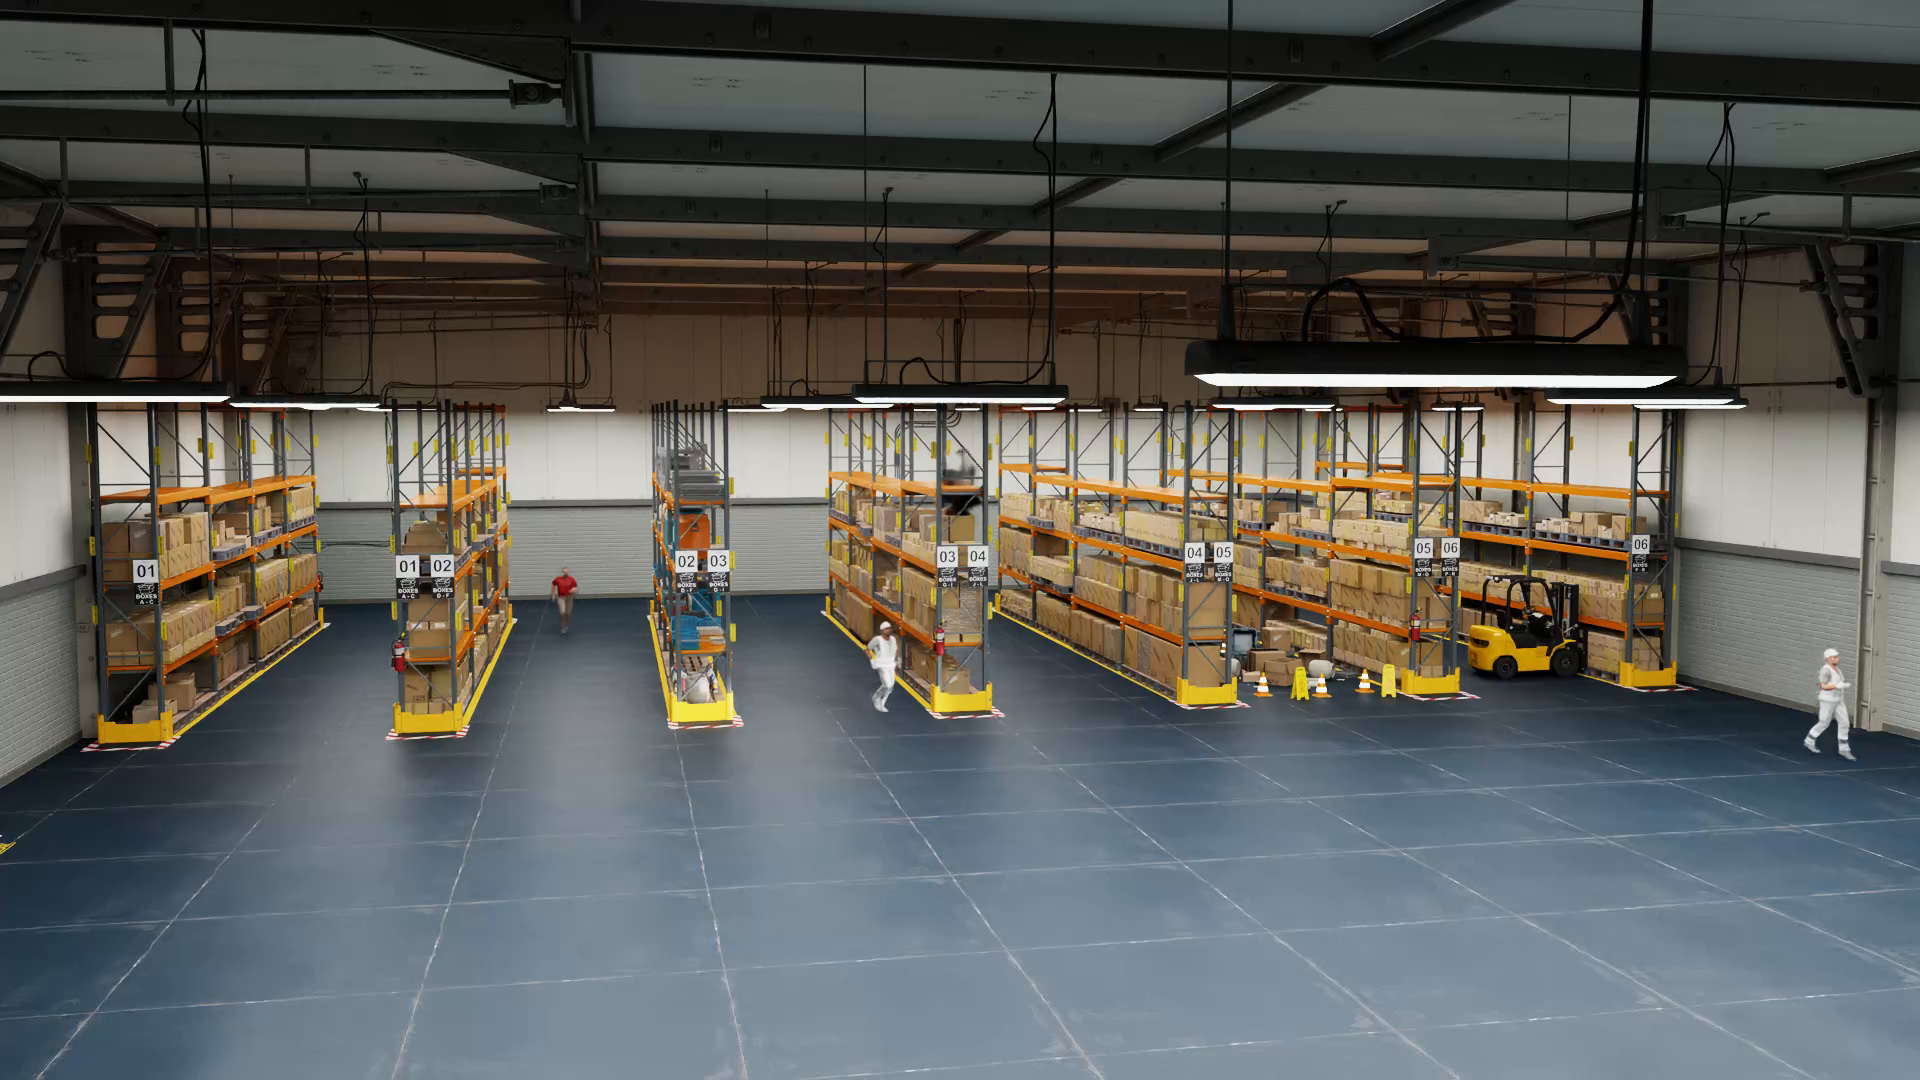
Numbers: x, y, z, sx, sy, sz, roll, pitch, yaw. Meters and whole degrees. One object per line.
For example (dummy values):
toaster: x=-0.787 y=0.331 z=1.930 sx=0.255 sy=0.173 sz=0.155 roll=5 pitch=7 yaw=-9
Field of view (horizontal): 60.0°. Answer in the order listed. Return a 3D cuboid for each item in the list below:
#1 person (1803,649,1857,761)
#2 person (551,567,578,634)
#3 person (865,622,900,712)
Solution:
person: x=14.506 y=2.718 z=27.693 sx=0.636 sy=1.821 sz=0.843 roll=-3 pitch=5 yaw=-31
person: x=-10.322 y=1.600 z=43.489 sx=0.628 sy=1.770 sz=0.832 roll=-2 pitch=5 yaw=-23
person: x=-1.412 y=2.440 z=31.934 sx=0.666 sy=1.734 sz=0.577 roll=-4 pitch=6 yaw=-40
